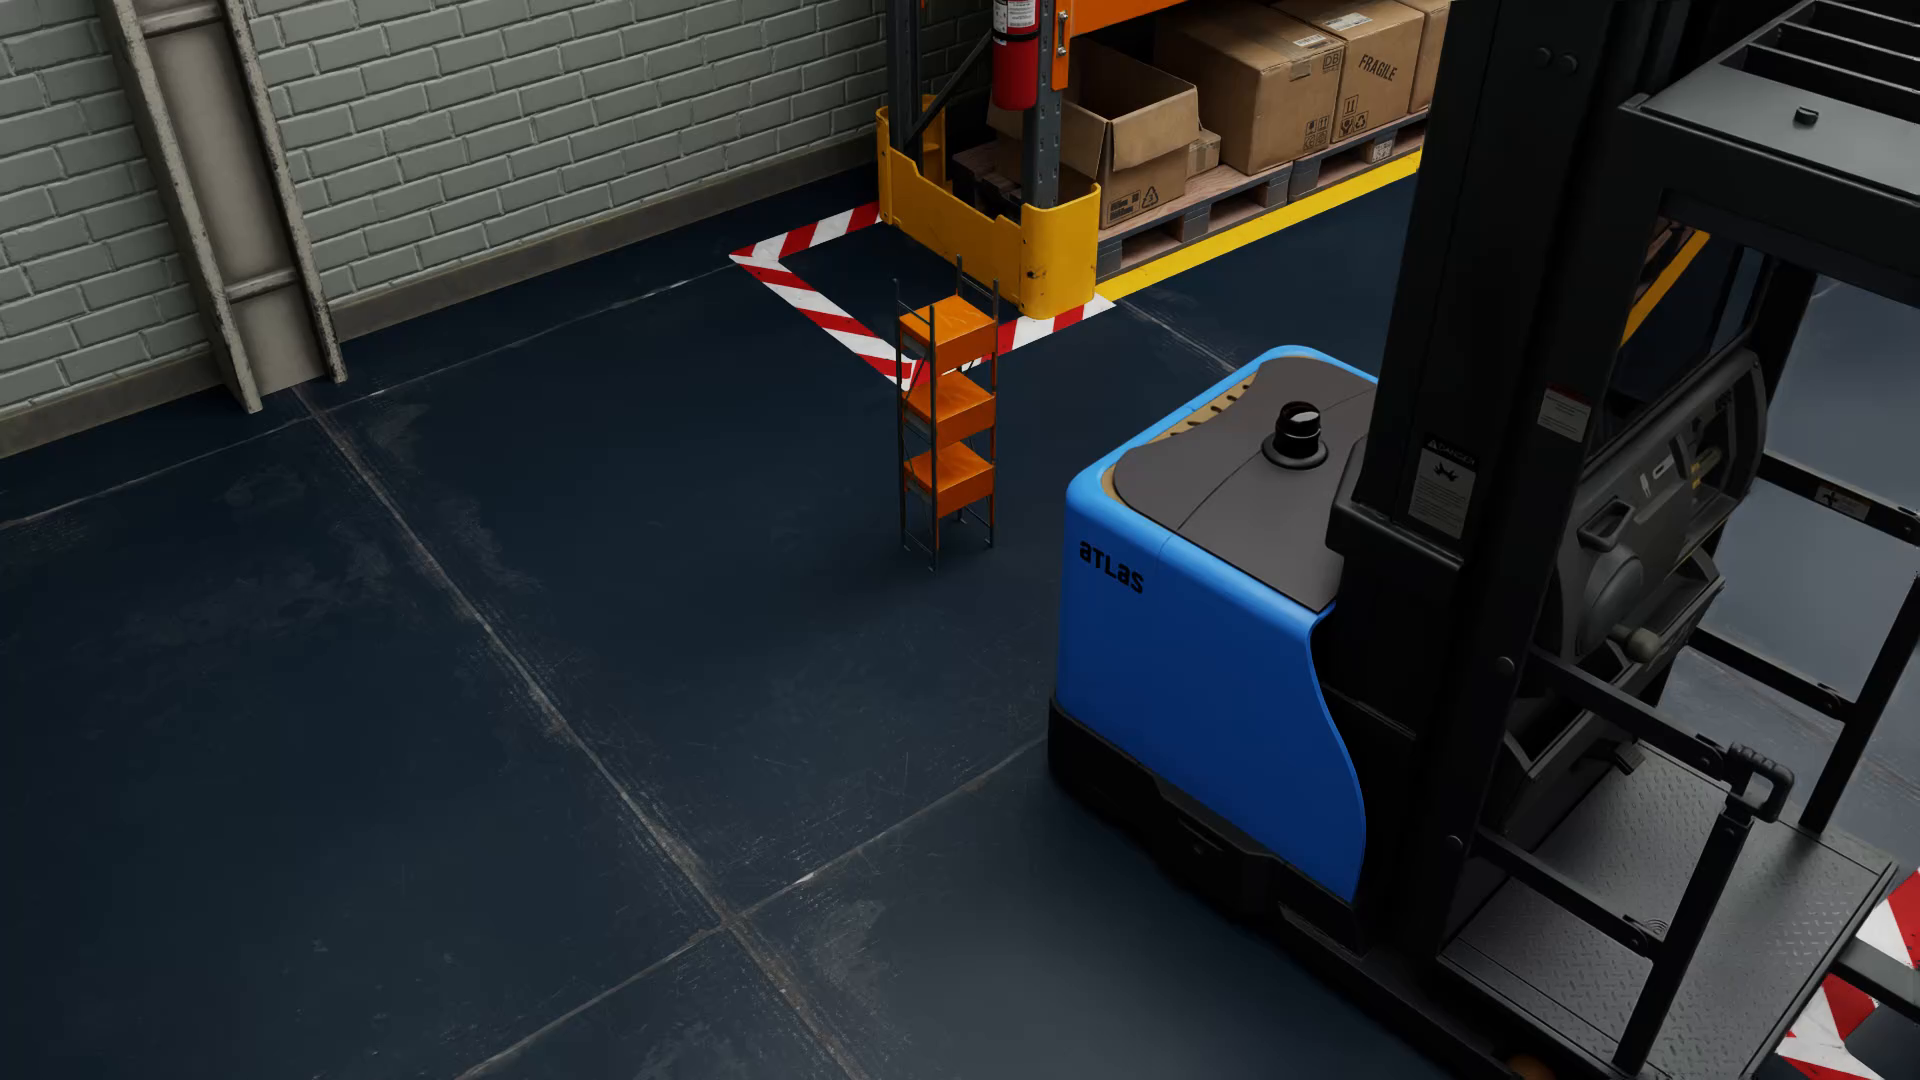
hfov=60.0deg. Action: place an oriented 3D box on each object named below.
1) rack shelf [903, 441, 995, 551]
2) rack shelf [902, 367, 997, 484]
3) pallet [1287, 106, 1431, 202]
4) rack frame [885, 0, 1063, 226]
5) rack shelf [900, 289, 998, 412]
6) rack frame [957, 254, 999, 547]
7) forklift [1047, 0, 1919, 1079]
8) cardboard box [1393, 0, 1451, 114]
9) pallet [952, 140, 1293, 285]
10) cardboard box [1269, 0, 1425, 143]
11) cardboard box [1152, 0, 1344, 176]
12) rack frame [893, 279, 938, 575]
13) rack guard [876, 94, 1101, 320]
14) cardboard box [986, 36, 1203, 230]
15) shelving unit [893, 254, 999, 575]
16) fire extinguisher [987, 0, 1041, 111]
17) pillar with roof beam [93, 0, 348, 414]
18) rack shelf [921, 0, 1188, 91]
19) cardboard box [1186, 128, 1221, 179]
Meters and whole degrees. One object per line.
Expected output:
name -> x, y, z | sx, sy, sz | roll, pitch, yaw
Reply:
rack shelf -> -0.042, -0.162, 5.575 | 0.240, 0.259, 0.215 | -26, 46, -28
rack shelf -> -0.042, -0.377, 5.399 | 0.240, 0.259, 0.215 | -26, 46, -28
pallet -> 1.699, -2.110, 8.155 | 1.213, 0.211, 1.003 | -26, 46, -28
rack frame -> 0.040, -2.381, 6.287 | 0.127, 3.000, 1.000 | -26, 46, -28
rack shelf -> -0.042, -0.596, 5.219 | 0.240, 0.259, 0.215 | -26, 46, -28
rack frame -> 0.054, -0.432, 5.449 | 0.008, 1.050, 0.200 | -26, 46, -28
forklift -> 1.657, -0.012, 3.454 | 3.031, 2.935, 1.130 | 32, 49, 33
cardboard box -> 2.108, -2.478, 8.045 | 0.500, 0.500, 0.700 | -28, 47, -30
pallet -> 0.732, -1.641, 7.584 | 1.213, 0.211, 1.003 | -26, 46, -28
cardboard box -> 1.765, -2.230, 7.744 | 0.500, 0.500, 0.500 | -25, 46, -27
cardboard box -> 1.284, -2.076, 7.556 | 0.500, 0.500, 0.700 | -24, 45, -26
rack frame -> -0.139, -0.338, 5.334 | 0.008, 1.050, 0.200 | -26, 46, -28
rack guard -> 0.101, -1.444, 7.116 | 0.348, 0.500, 1.175 | -26, 46, -28
cardboard box -> 0.583, -1.767, 7.176 | 0.637, 0.503, 0.797 | -28, 47, -30
shelving unit -> -0.042, -0.385, 5.392 | 0.252, 1.050, 0.215 | -26, 46, -28
fire extinguisher -> 0.205, -1.918, 6.077 | 0.183, 0.674, 0.296 | -26, 46, -28
pillar with roof beam -> -0.024, -1.947, 1.028 | 0.400, 9.000, 9.100 | -26, 46, -28
rack shelf -> 1.626, -2.876, 7.458 | 4.000, 0.370, 1.077 | -26, 46, -28
cardboard box -> 0.944, -1.774, 7.465 | 0.250, 0.149, 0.380 | -28, 47, -30
